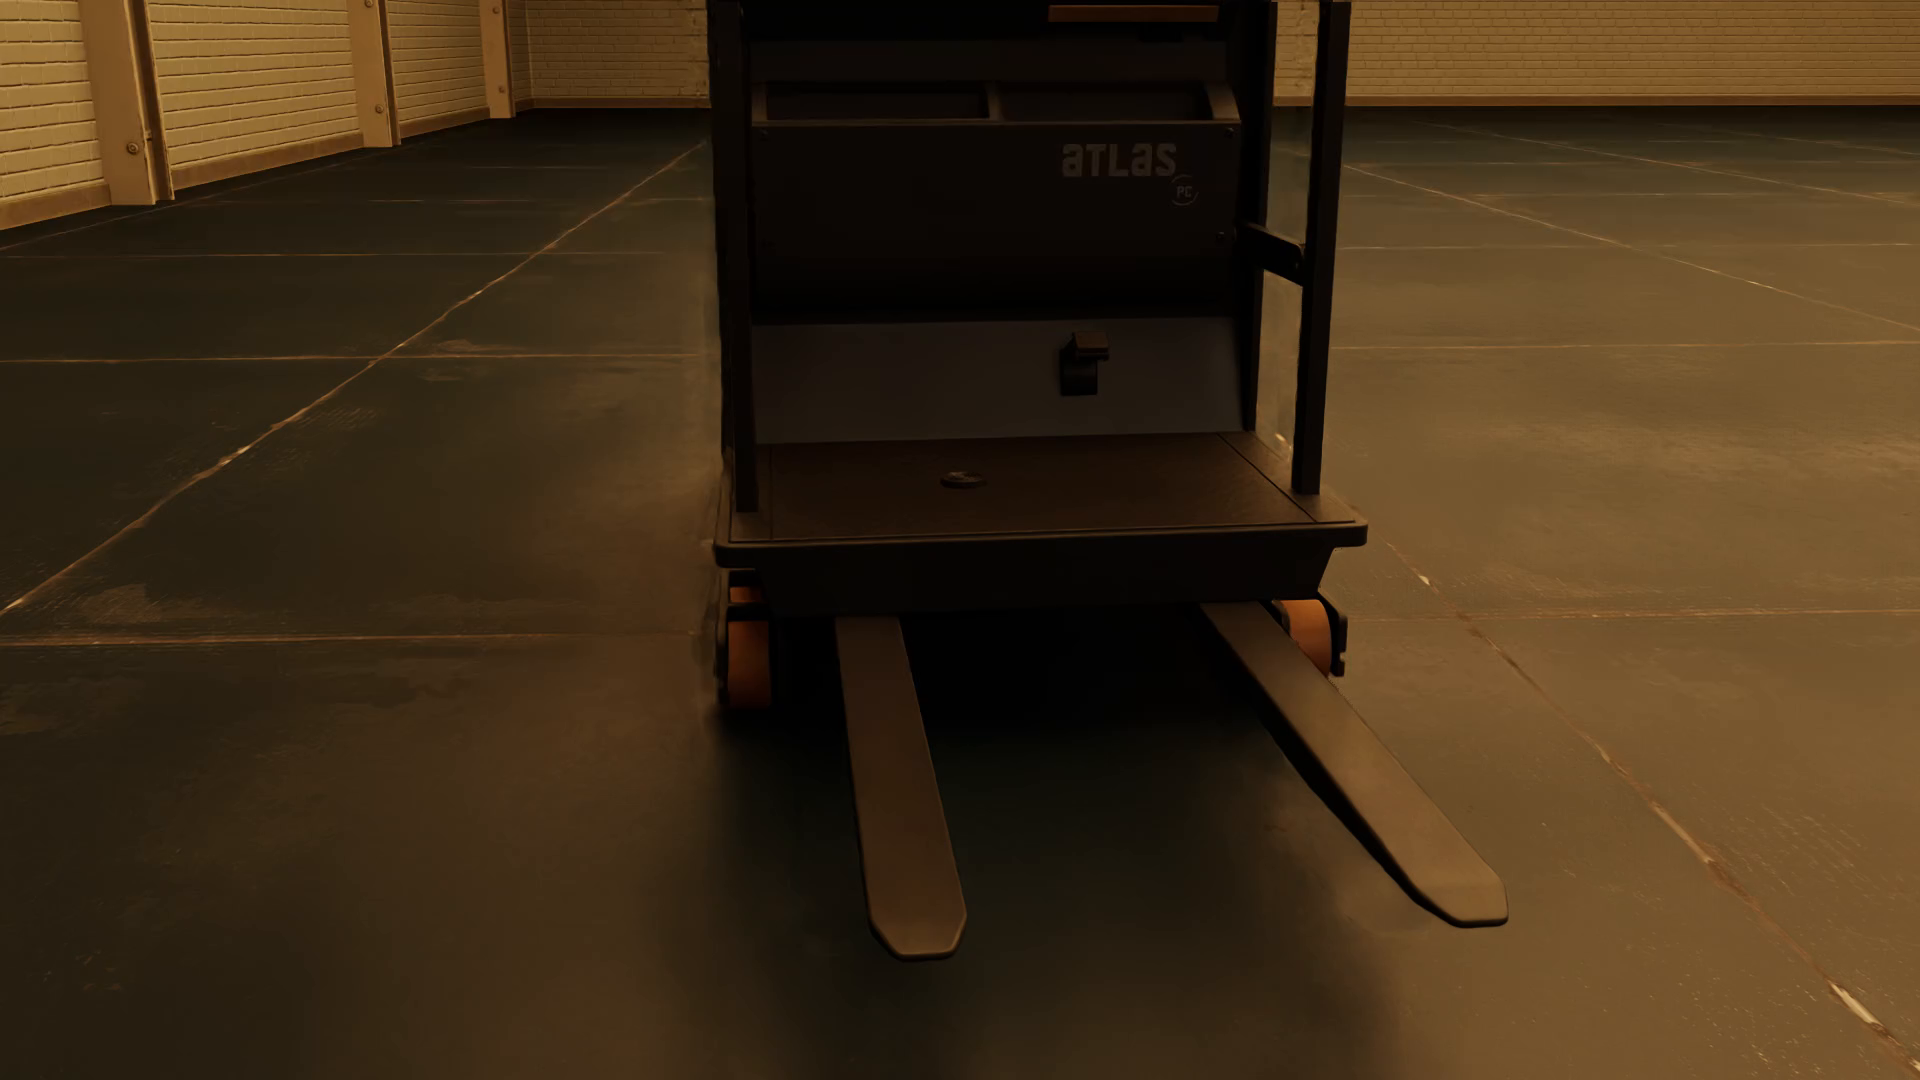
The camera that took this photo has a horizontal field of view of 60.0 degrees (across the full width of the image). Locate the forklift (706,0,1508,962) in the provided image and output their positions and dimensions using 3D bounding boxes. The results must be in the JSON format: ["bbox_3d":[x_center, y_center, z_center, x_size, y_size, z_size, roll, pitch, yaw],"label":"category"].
[{"bbox_3d":[0.094,-1.204,2.844,1.130,2.935,3.031,-2,17,-6],"label":"forklift"}]
